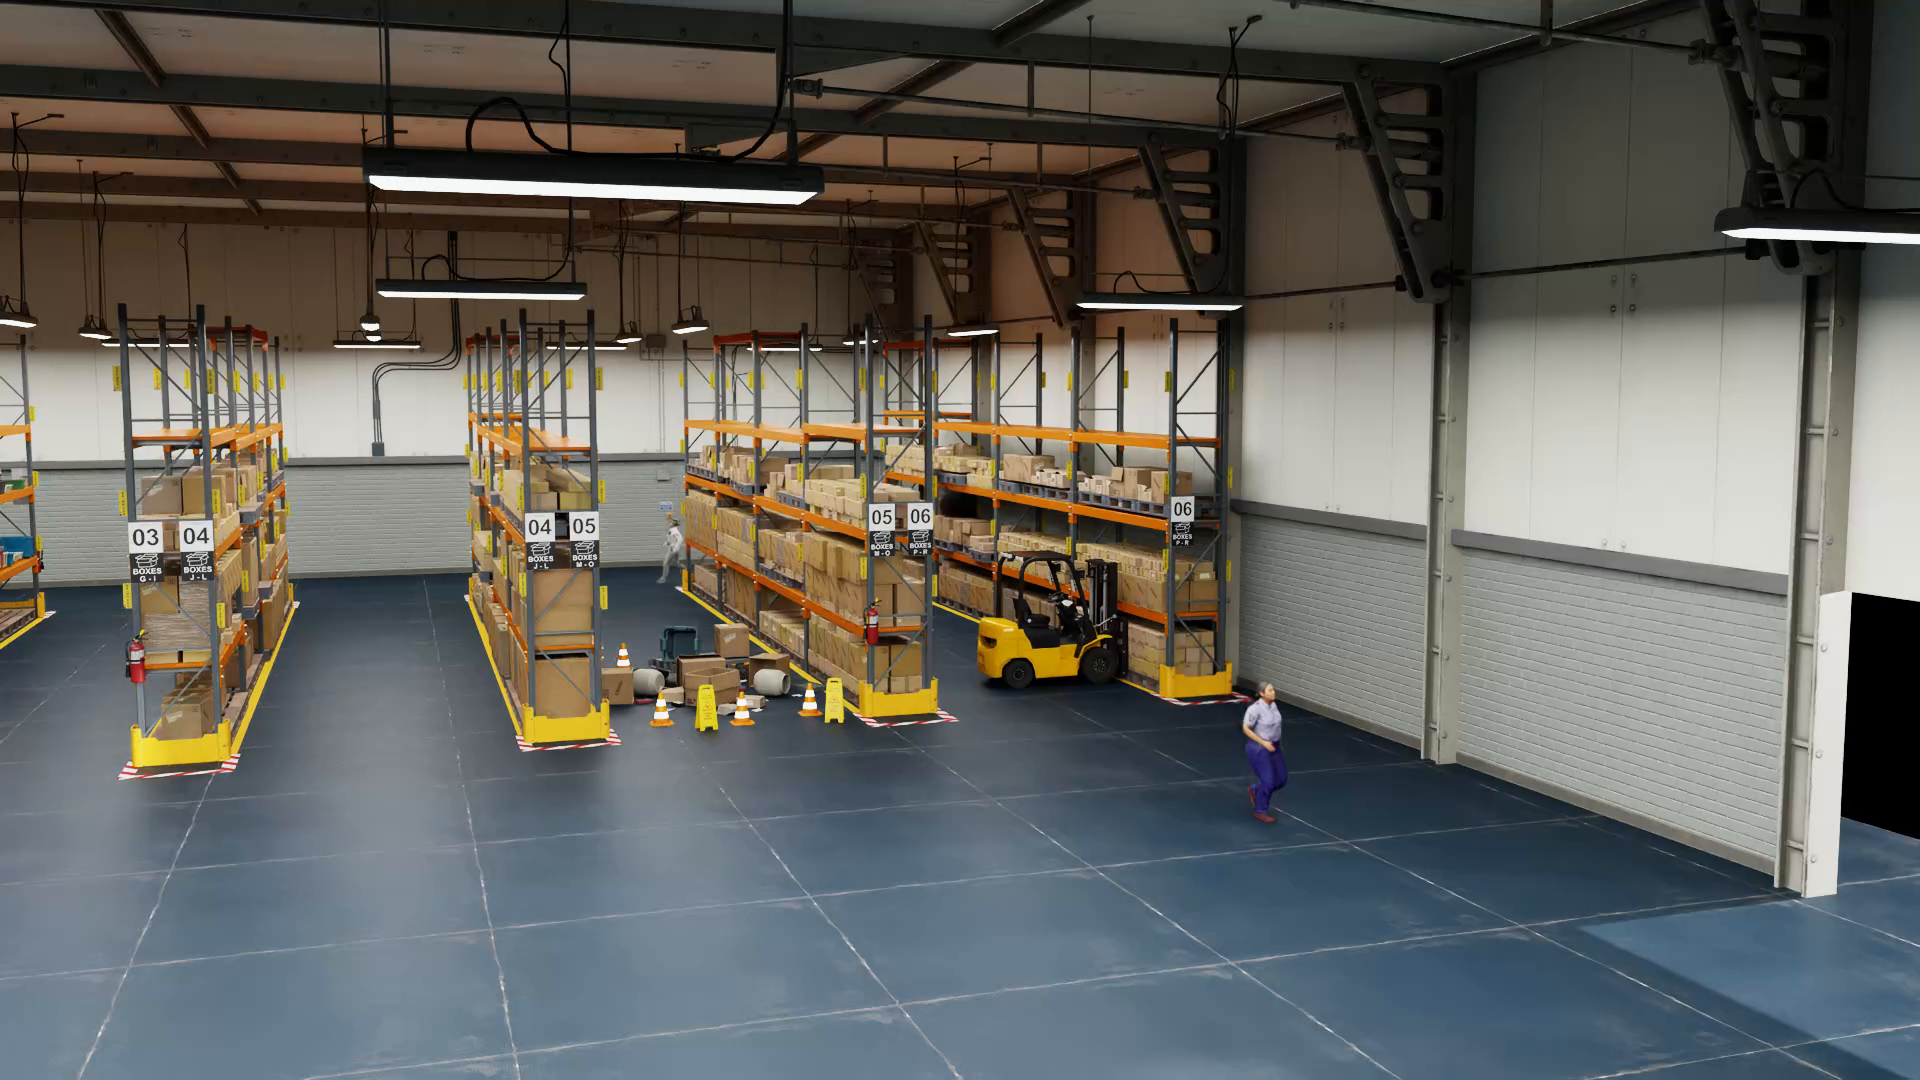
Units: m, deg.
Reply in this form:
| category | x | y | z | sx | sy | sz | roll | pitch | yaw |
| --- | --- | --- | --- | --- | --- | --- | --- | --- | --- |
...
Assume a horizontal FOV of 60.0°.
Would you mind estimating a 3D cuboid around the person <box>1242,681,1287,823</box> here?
| category | x | y | z | sx | sy | sz | roll | pitch | yaw |
| --- | --- | --- | --- | --- | --- | --- | --- | --- | --- |
| person | 3.446 | 2.413 | 19.012 | 0.610 | 1.604 | 0.551 | -5 | 8 | -44 |

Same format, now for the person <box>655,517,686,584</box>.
| category | x | y | z | sx | sy | sz | roll | pitch | yaw |
| --- | --- | --- | --- | --- | --- | --- | --- | --- | --- |
| person | -7.108 | 0.256 | 41.177 | 0.915 | 1.675 | 0.678 | -1 | 5 | -8 |
